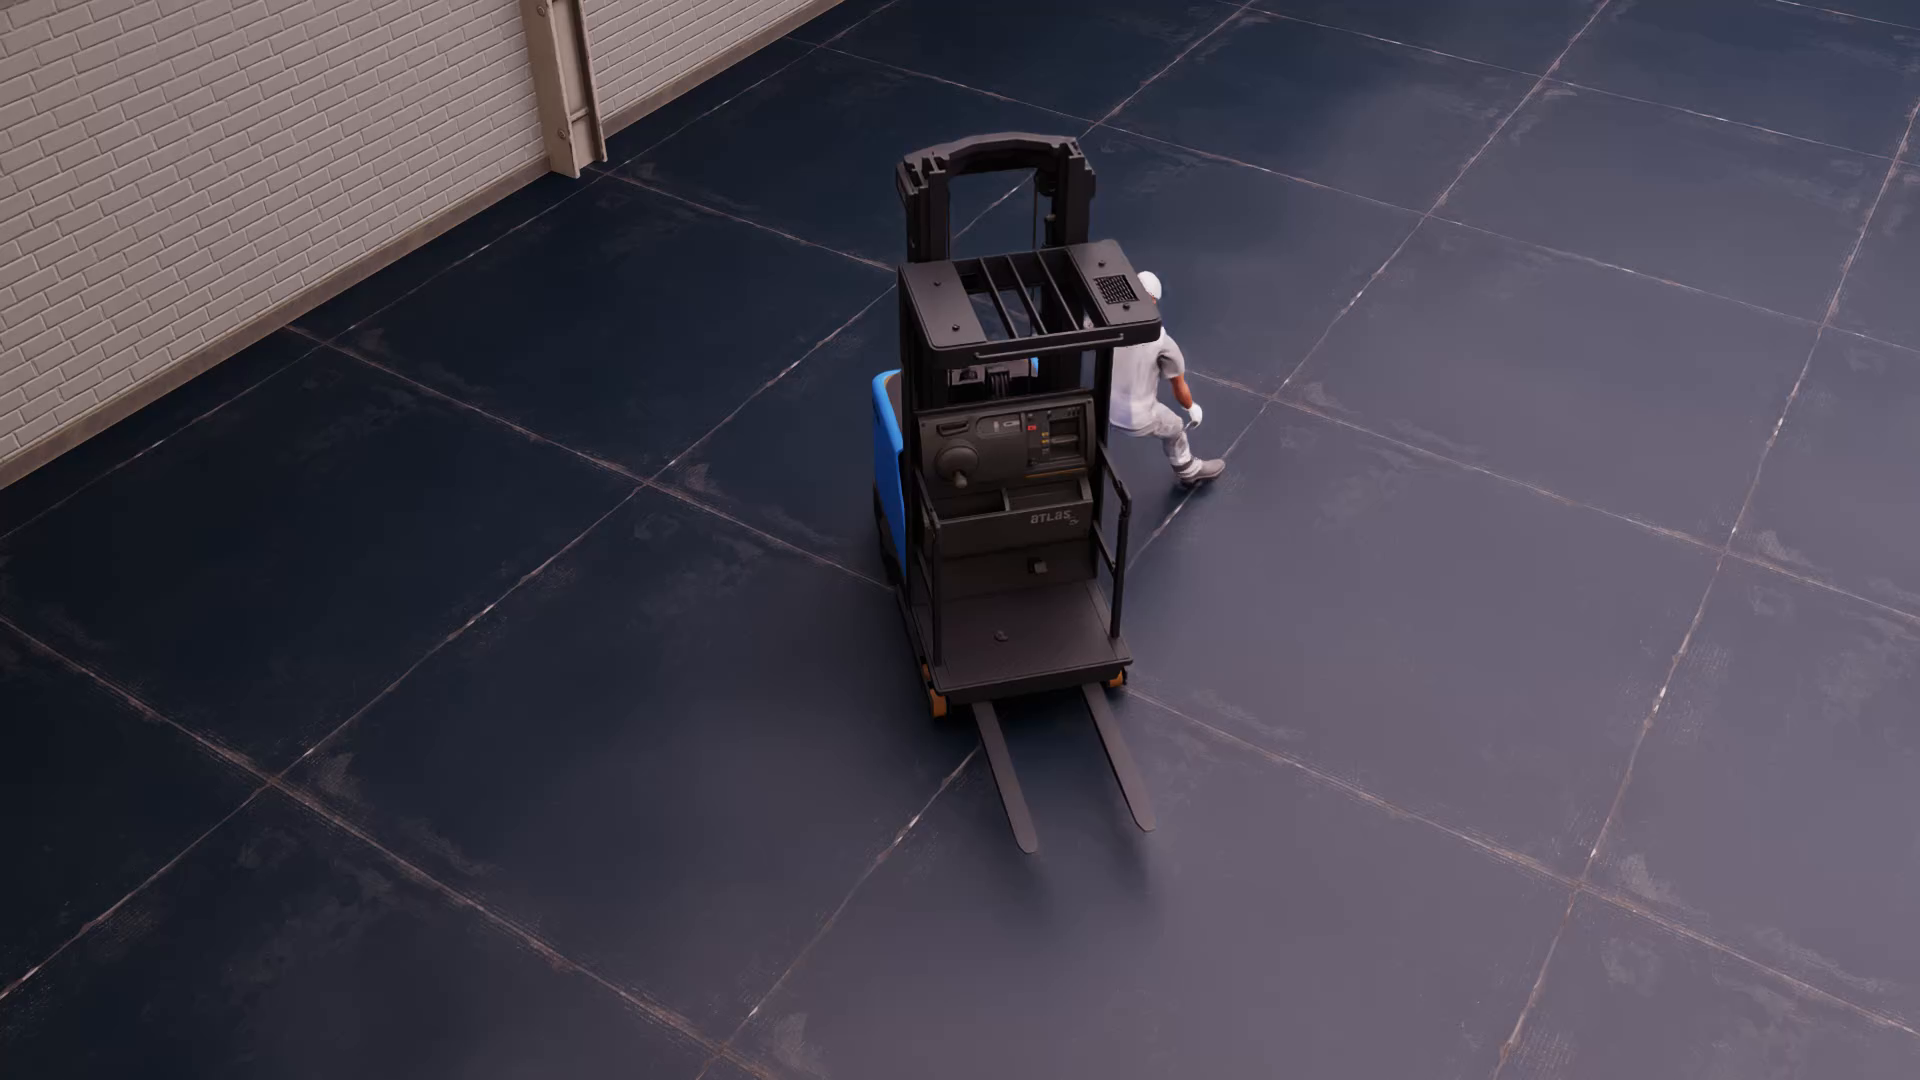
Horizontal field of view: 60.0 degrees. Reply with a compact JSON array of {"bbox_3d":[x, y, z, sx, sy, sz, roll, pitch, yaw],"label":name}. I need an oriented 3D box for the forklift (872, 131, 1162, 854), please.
[{"bbox_3d":[0.299,-0.424,8.467,1.130,2.935,3.031,-9,41,-10],"label":"forklift"}]

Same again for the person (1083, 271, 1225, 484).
[{"bbox_3d":[0.985,-0.923,10.083,1.158,1.578,0.924,18,44,20],"label":"person"}]
